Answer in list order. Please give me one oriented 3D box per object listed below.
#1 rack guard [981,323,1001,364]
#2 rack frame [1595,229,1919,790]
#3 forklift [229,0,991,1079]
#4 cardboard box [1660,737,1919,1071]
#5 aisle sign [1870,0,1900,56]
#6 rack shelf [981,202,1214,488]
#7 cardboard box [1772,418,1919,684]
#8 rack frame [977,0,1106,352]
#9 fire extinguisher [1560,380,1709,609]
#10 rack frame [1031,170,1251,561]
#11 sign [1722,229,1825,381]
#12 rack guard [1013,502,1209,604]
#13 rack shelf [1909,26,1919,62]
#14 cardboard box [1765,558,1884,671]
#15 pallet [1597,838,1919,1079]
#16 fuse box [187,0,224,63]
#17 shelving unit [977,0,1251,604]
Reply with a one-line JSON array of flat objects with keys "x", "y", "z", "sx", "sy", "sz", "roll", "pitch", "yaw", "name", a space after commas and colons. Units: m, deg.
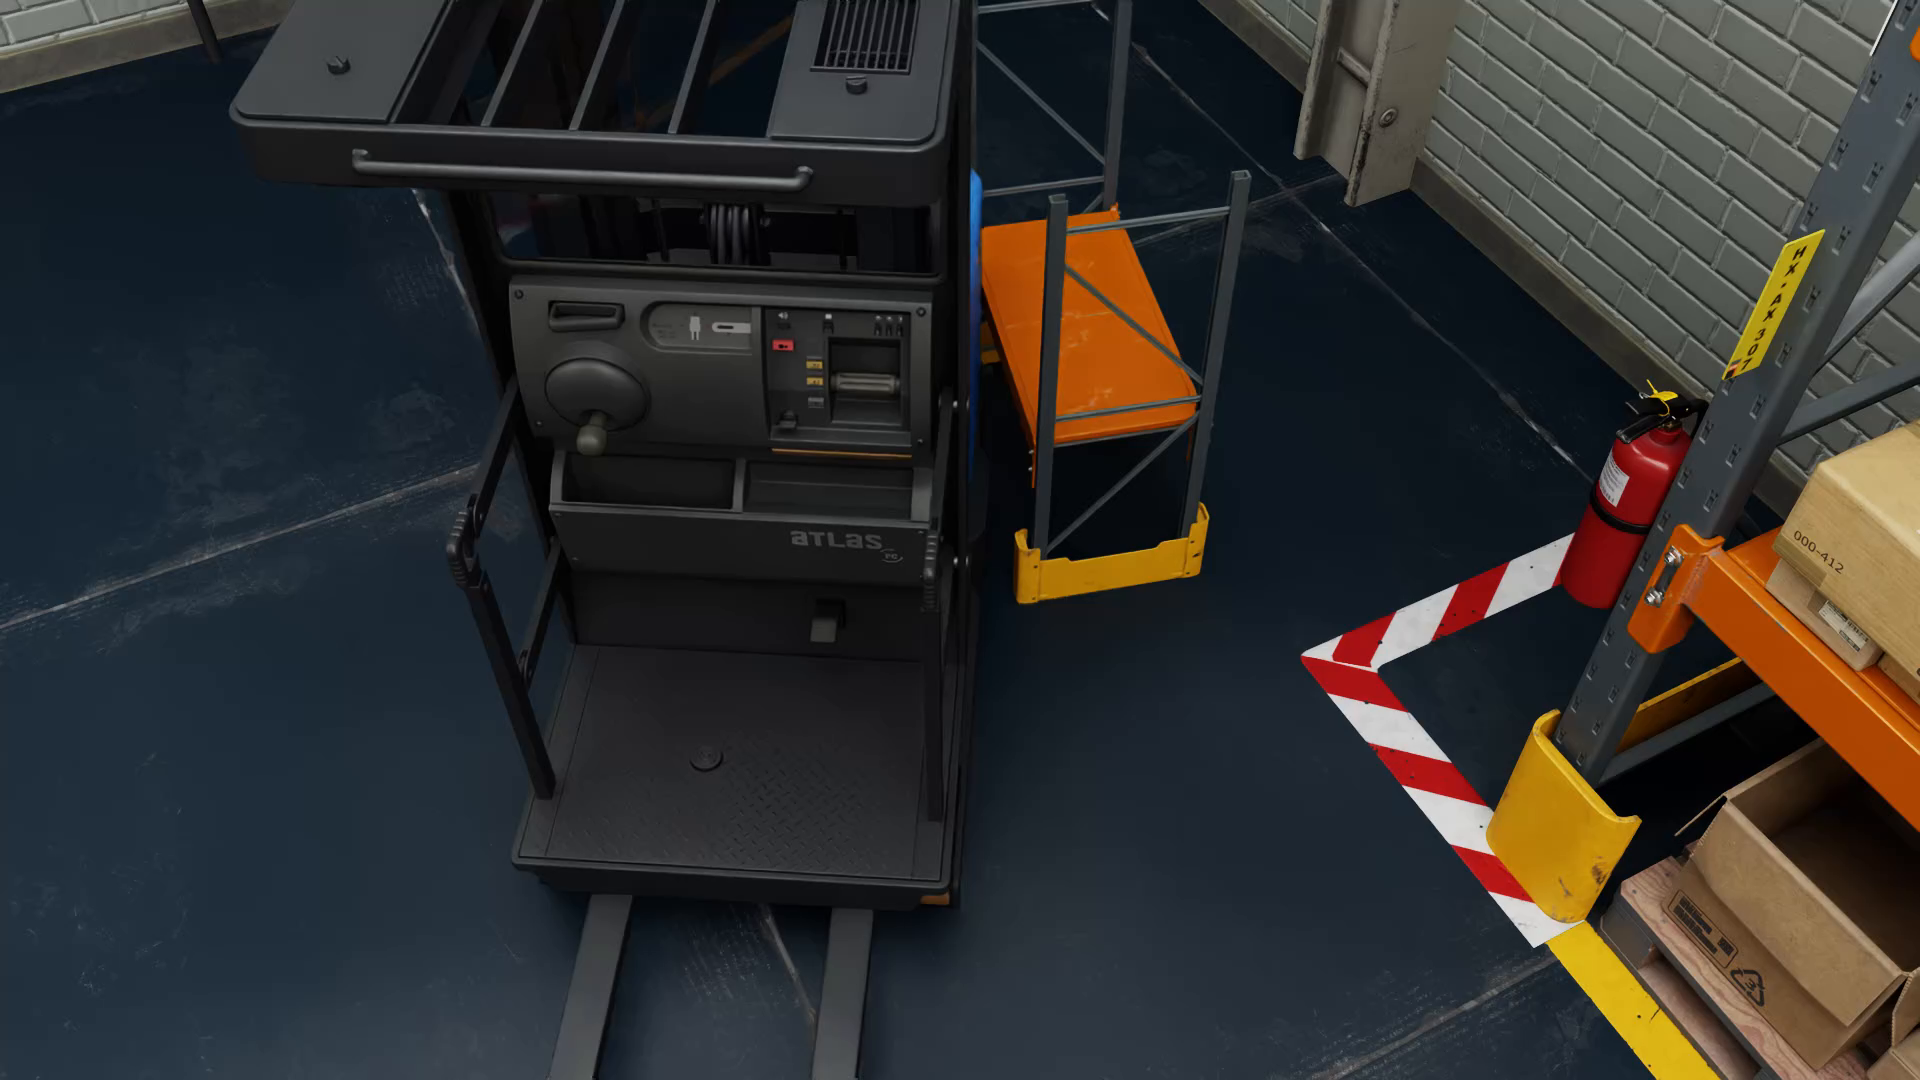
[{"x": 0.250, "y": -0.694, "z": 5.691, "sx": 0.587, "sy": 0.250, "sz": 0.087, "roll": -9, "pitch": 49, "yaw": -8, "name": "rack guard"}, {"x": 1.973, "y": -0.328, "z": 3.544, "sx": 0.949, "sy": 2.616, "sz": 0.053, "roll": -21, "pitch": 52, "yaw": -18, "name": "rack frame"}, {"x": -0.537, "y": -0.268, "z": 3.537, "sx": 1.130, "sy": 2.935, "sz": 3.031, "roll": 3, "pitch": 49, "yaw": 2, "name": "forklift"}, {"x": 2.172, "y": 0.796, "z": 3.940, "sx": 0.797, "sy": 0.503, "sz": 0.637, "roll": -23, "pitch": 53, "yaw": -19, "name": "cardboard box"}, {"x": 1.684, "y": -1.130, "z": 2.518, "sx": 0.394, "sy": 0.787, "sz": 0.004, "roll": -21, "pitch": 52, "yaw": -18, "name": "aisle sign"}, {"x": 0.354, "y": -0.613, "z": 5.029, "sx": 0.538, "sy": 0.185, "sz": 1.000, "roll": -9, "pitch": 49, "yaw": -8, "name": "rack shelf"}, {"x": 1.944, "y": 0.018, "z": 3.143, "sx": 0.500, "sy": 0.250, "sz": 0.500, "roll": -21, "pitch": 52, "yaw": -17, "name": "cardboard box"}, {"x": 0.251, "y": -1.106, "z": 5.221, "sx": 0.475, "sy": 1.308, "sz": 0.013, "roll": -9, "pitch": 49, "yaw": -8, "name": "rack frame"}, {"x": 1.498, "y": -0.121, "z": 3.662, "sx": 0.296, "sy": 0.674, "sz": 0.183, "roll": -21, "pitch": 52, "yaw": -18, "name": "fire extinguisher"}, {"x": 0.458, "y": -0.357, "z": 4.566, "sx": 0.500, "sy": 1.500, "sz": 0.032, "roll": -9, "pitch": 49, "yaw": -8, "name": "rack frame"}, {"x": 1.494, "y": -0.428, "z": 3.056, "sx": 0.100, "sy": 0.325, "sz": 0.005, "roll": -21, "pitch": 52, "yaw": -18, "name": "sign"}, {"x": 0.454, "y": 0.040, "z": 5.049, "sx": 0.587, "sy": 0.250, "sz": 0.087, "roll": -9, "pitch": 49, "yaw": -8, "name": "rack guard"}, {"x": 2.891, "y": 0.258, "z": 1.516, "sx": 1.077, "sy": 0.370, "sz": 4.000, "roll": -21, "pitch": 52, "yaw": -18, "name": "rack shelf"}, {"x": 1.883, "y": 0.068, "z": 3.365, "sx": 0.380, "sy": 0.149, "sz": 0.250, "roll": -22, "pitch": 52, "yaw": -18, "name": "cardboard box"}, {"x": 2.377, "y": 1.173, "z": 4.084, "sx": 1.003, "sy": 0.211, "sz": 1.213, "roll": -21, "pitch": 52, "yaw": -18, "name": "pallet"}, {"x": -3.102, "y": -2.585, "z": 6.374, "sx": 0.539, "sy": 1.711, "sz": 0.414, "roll": -21, "pitch": 52, "yaw": -18, "name": "fuse box"}, {"x": 0.352, "y": -0.738, "z": 4.899, "sx": 0.587, "sy": 1.500, "sz": 1.083, "roll": -9, "pitch": 49, "yaw": -8, "name": "shelving unit"}]
